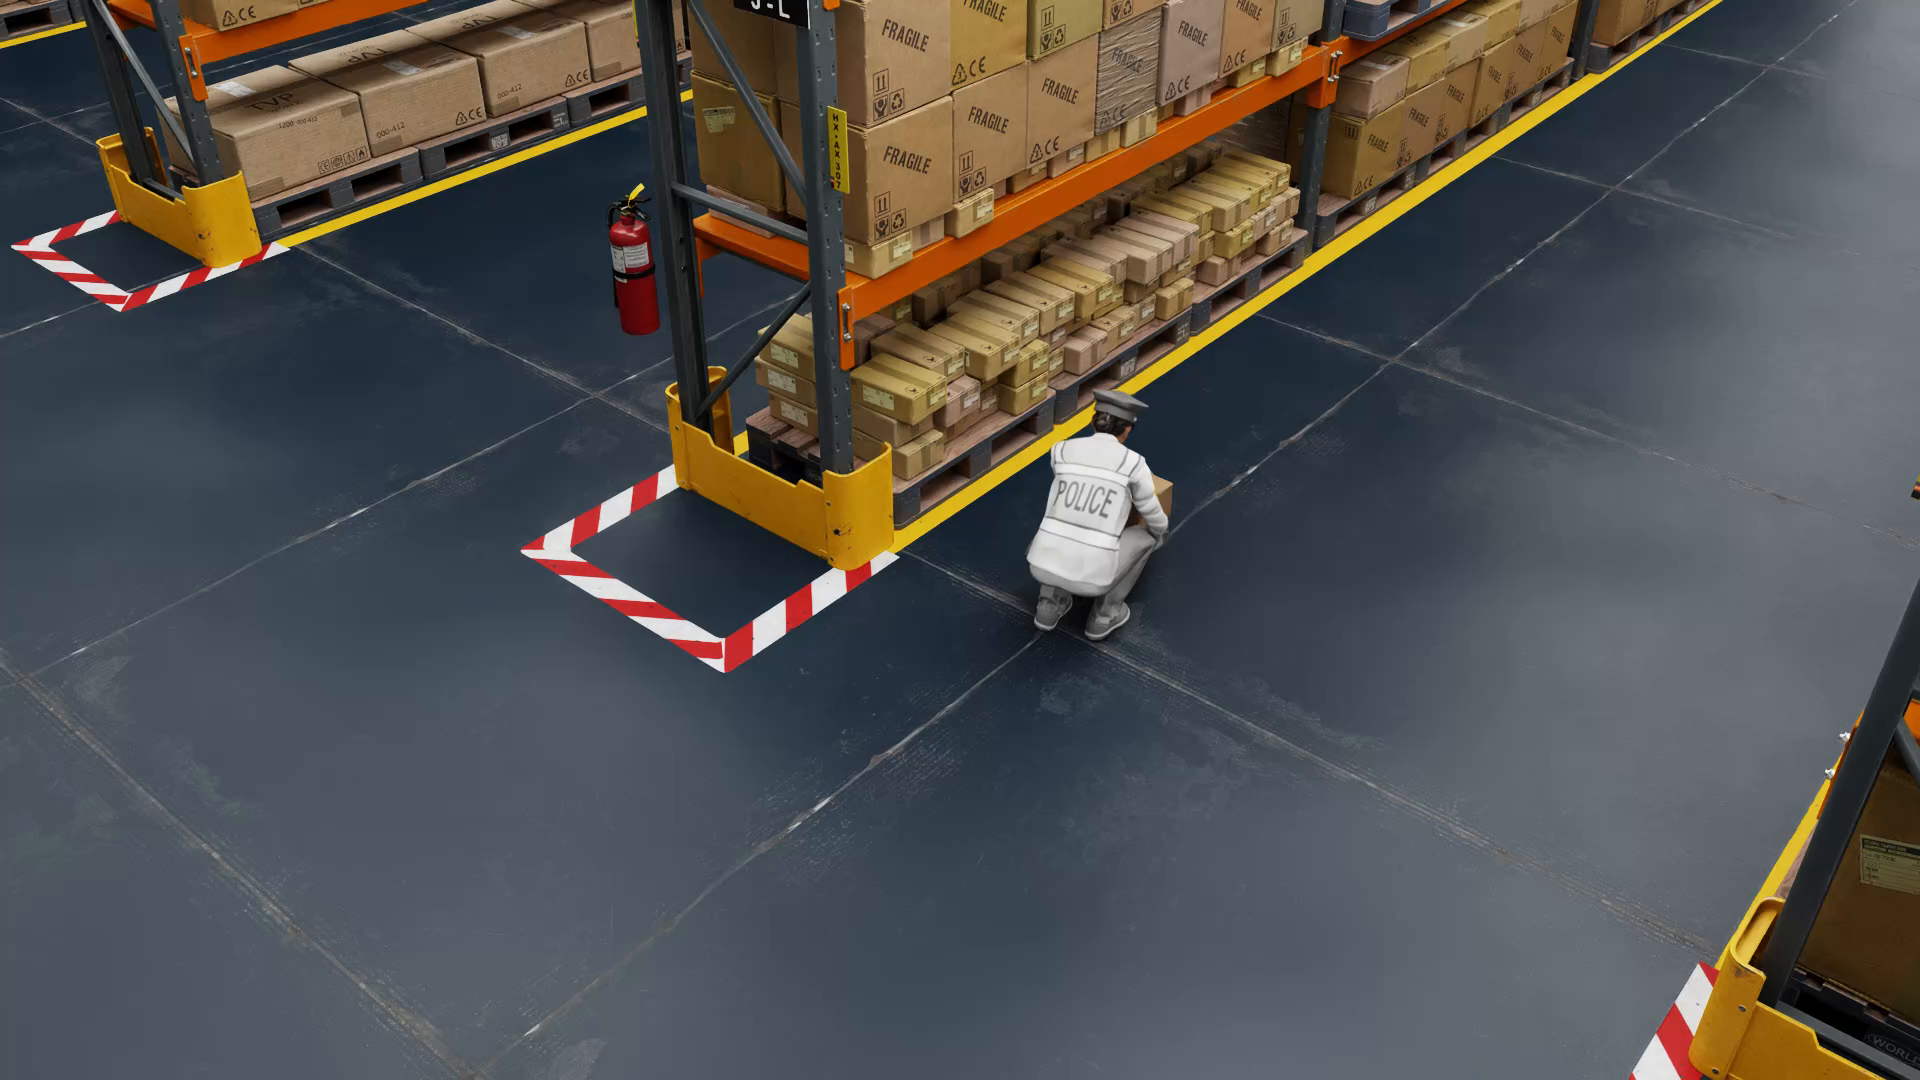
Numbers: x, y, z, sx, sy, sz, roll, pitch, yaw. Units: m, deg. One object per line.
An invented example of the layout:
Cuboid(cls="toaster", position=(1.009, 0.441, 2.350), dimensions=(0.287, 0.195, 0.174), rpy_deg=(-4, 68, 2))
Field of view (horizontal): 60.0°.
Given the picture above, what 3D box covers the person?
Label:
Cuboid(cls="person", position=(0.586, -0.101, 6.907), dimensions=(0.498, 0.968, 0.838), rpy_deg=(18, 39, 24))
